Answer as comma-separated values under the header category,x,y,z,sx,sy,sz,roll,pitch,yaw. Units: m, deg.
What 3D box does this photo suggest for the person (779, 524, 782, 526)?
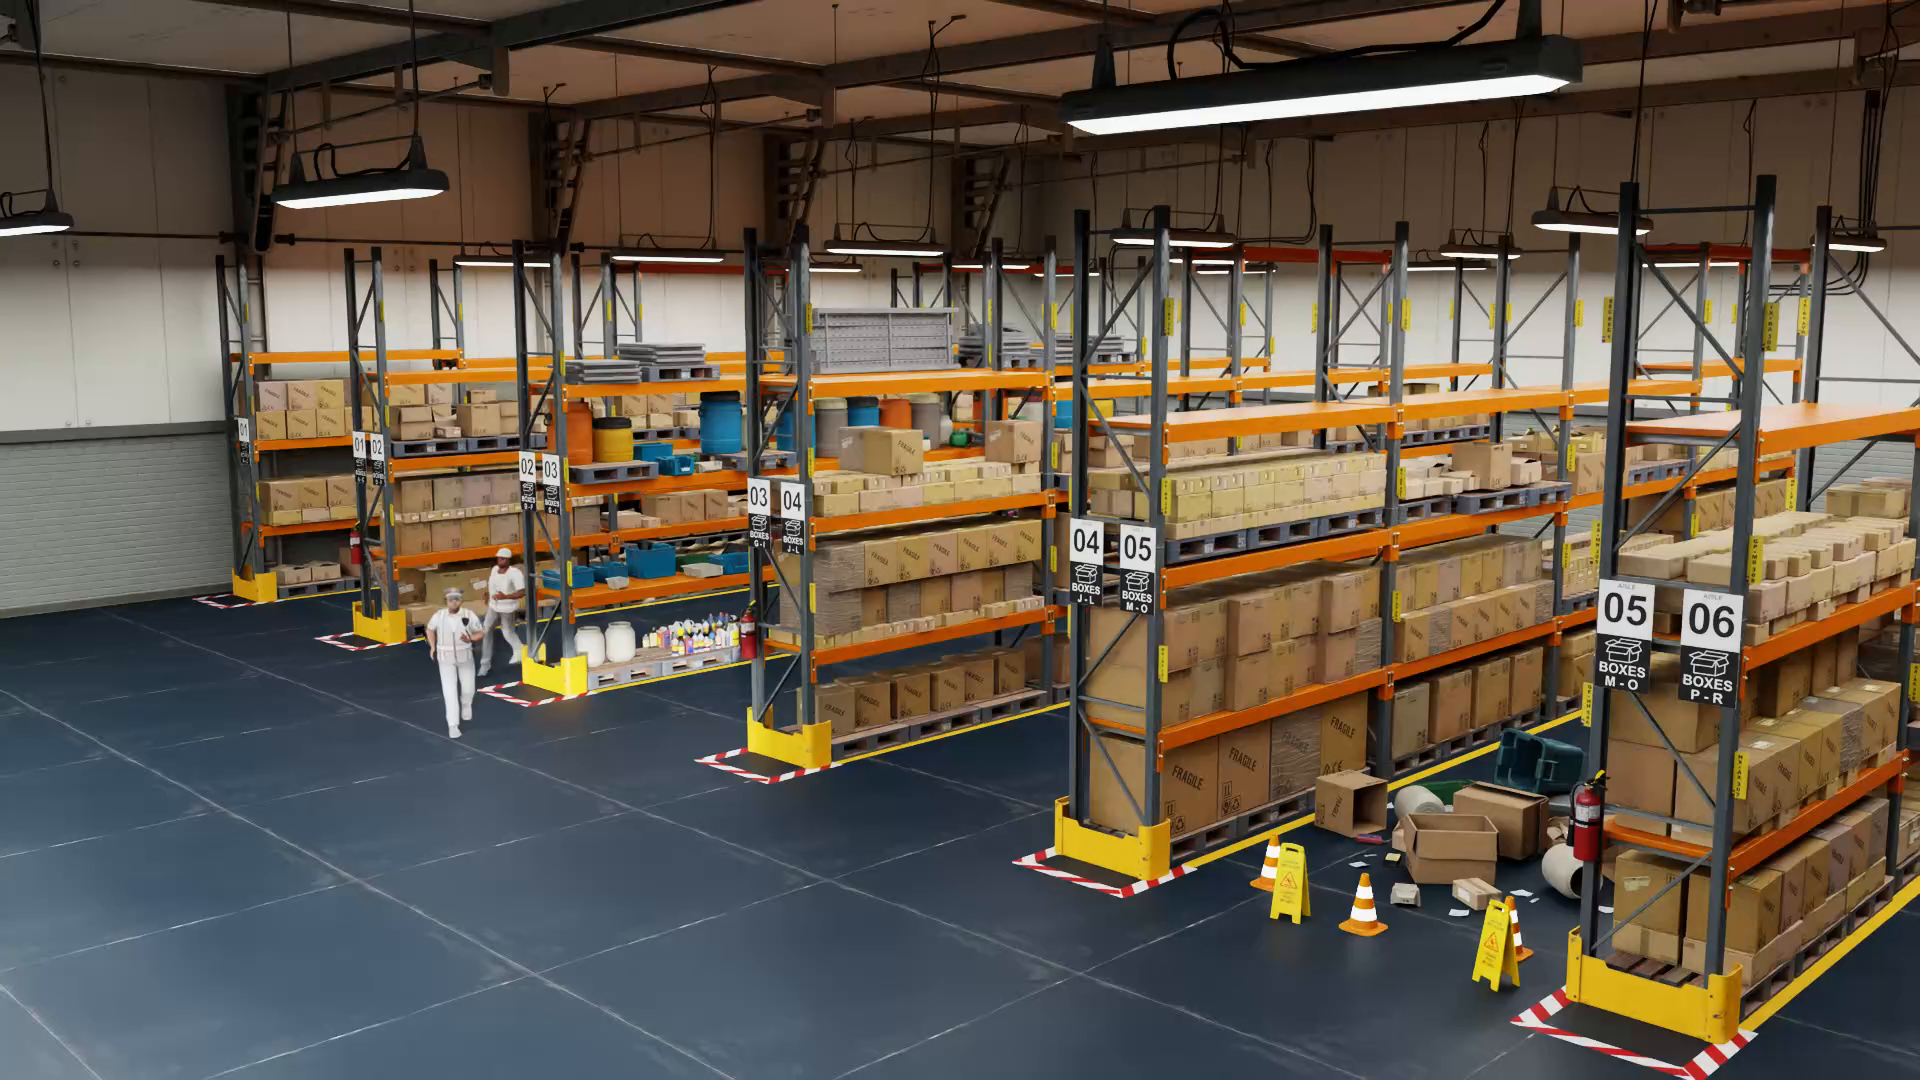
category,x,y,z,sx,sy,sz,roll,pitch,yaw
person,-3.692,-0.677,35.097,0.709,1.758,0.948,5,10,33

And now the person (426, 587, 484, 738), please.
category,x,y,z,sx,sy,sz,roll,pitch,yaw
person,-6.095,1.434,20.123,0.669,1.753,0.960,-3,9,-18

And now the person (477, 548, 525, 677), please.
category,x,y,z,sx,sy,sz,roll,pitch,yaw
person,-6.413,0.993,23.455,0.714,1.804,0.882,3,9,22
